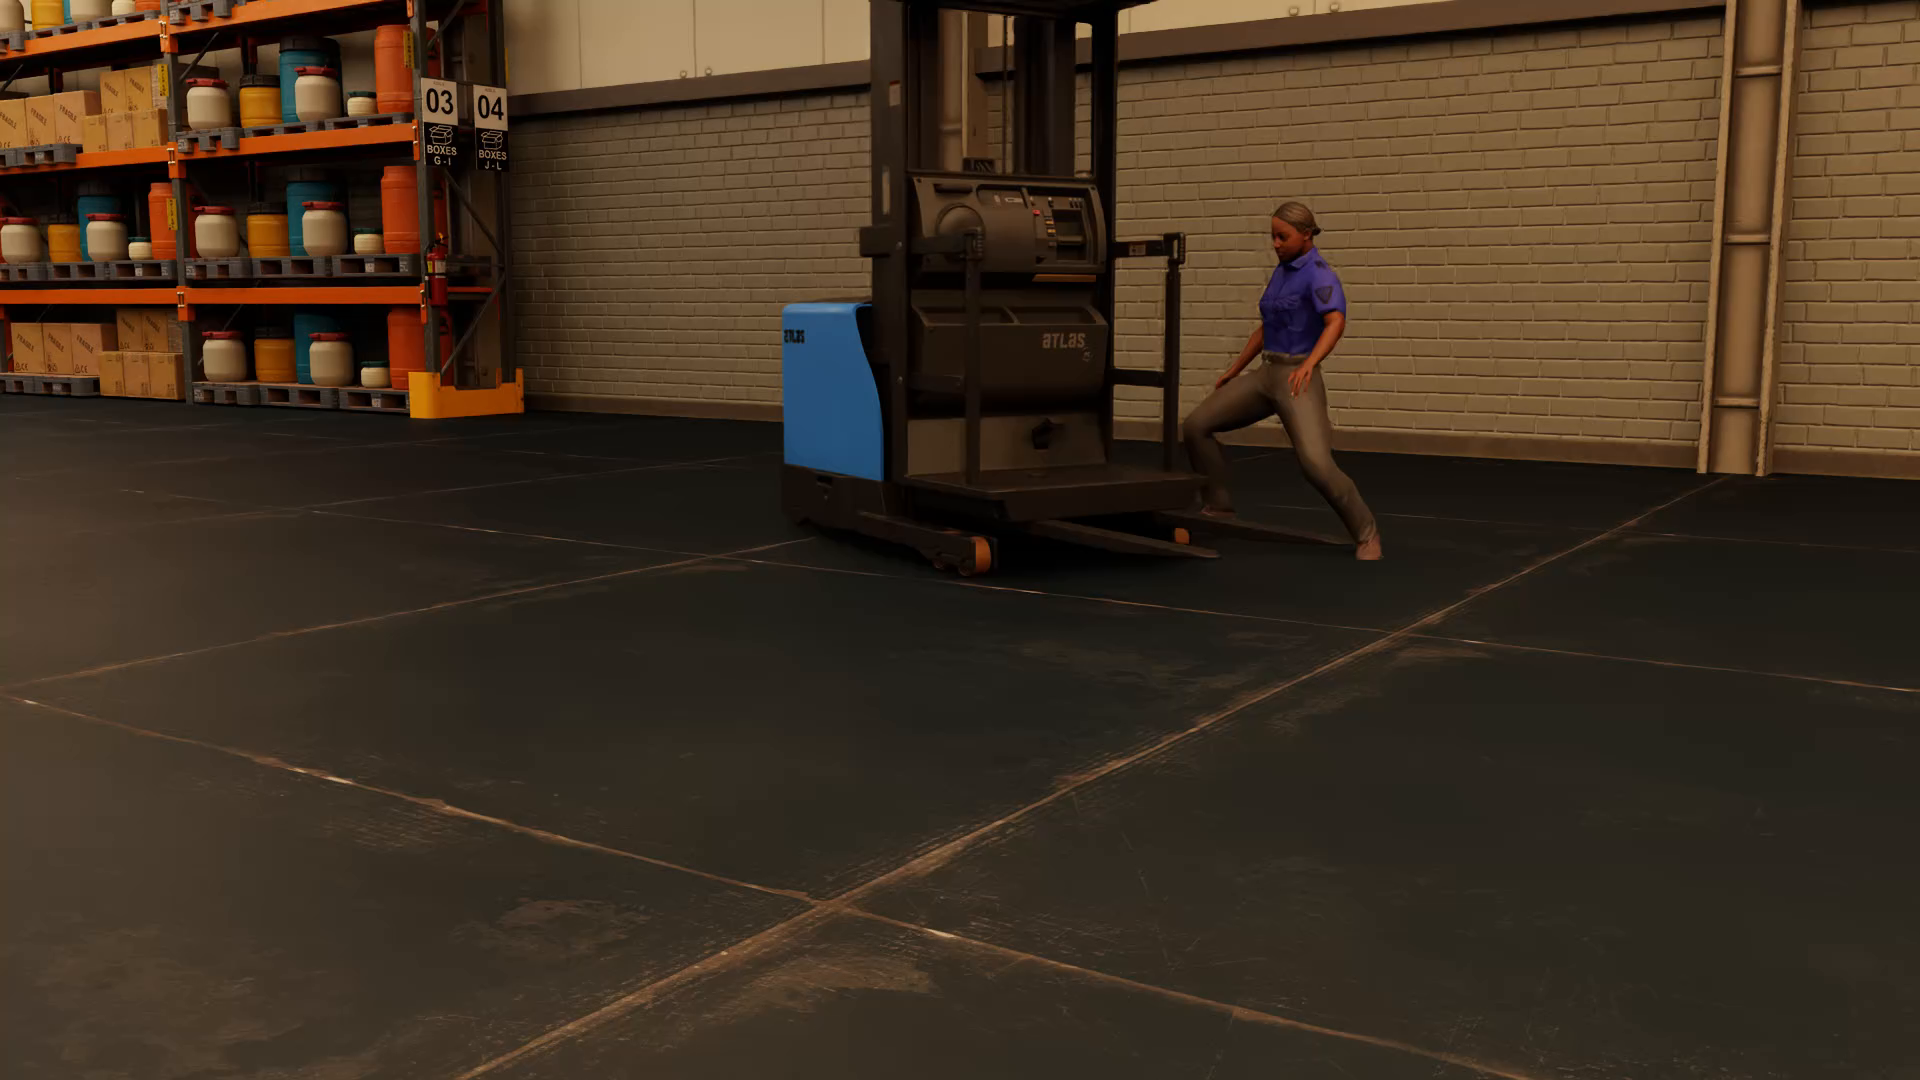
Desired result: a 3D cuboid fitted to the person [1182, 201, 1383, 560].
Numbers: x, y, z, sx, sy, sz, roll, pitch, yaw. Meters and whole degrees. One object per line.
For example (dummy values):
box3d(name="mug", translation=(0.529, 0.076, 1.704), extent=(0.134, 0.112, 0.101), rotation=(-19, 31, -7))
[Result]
box3d(name="person", translation=(1.439, -0.686, 7.202), extent=(0.693, 1.534, 0.877), rotation=(-3, 9, -20))

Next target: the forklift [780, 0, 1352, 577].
box3d(name="forklift", translation=(0.331, -1.378, 6.885), extent=(1.130, 2.935, 3.031), rotation=(-5, 9, -31))
